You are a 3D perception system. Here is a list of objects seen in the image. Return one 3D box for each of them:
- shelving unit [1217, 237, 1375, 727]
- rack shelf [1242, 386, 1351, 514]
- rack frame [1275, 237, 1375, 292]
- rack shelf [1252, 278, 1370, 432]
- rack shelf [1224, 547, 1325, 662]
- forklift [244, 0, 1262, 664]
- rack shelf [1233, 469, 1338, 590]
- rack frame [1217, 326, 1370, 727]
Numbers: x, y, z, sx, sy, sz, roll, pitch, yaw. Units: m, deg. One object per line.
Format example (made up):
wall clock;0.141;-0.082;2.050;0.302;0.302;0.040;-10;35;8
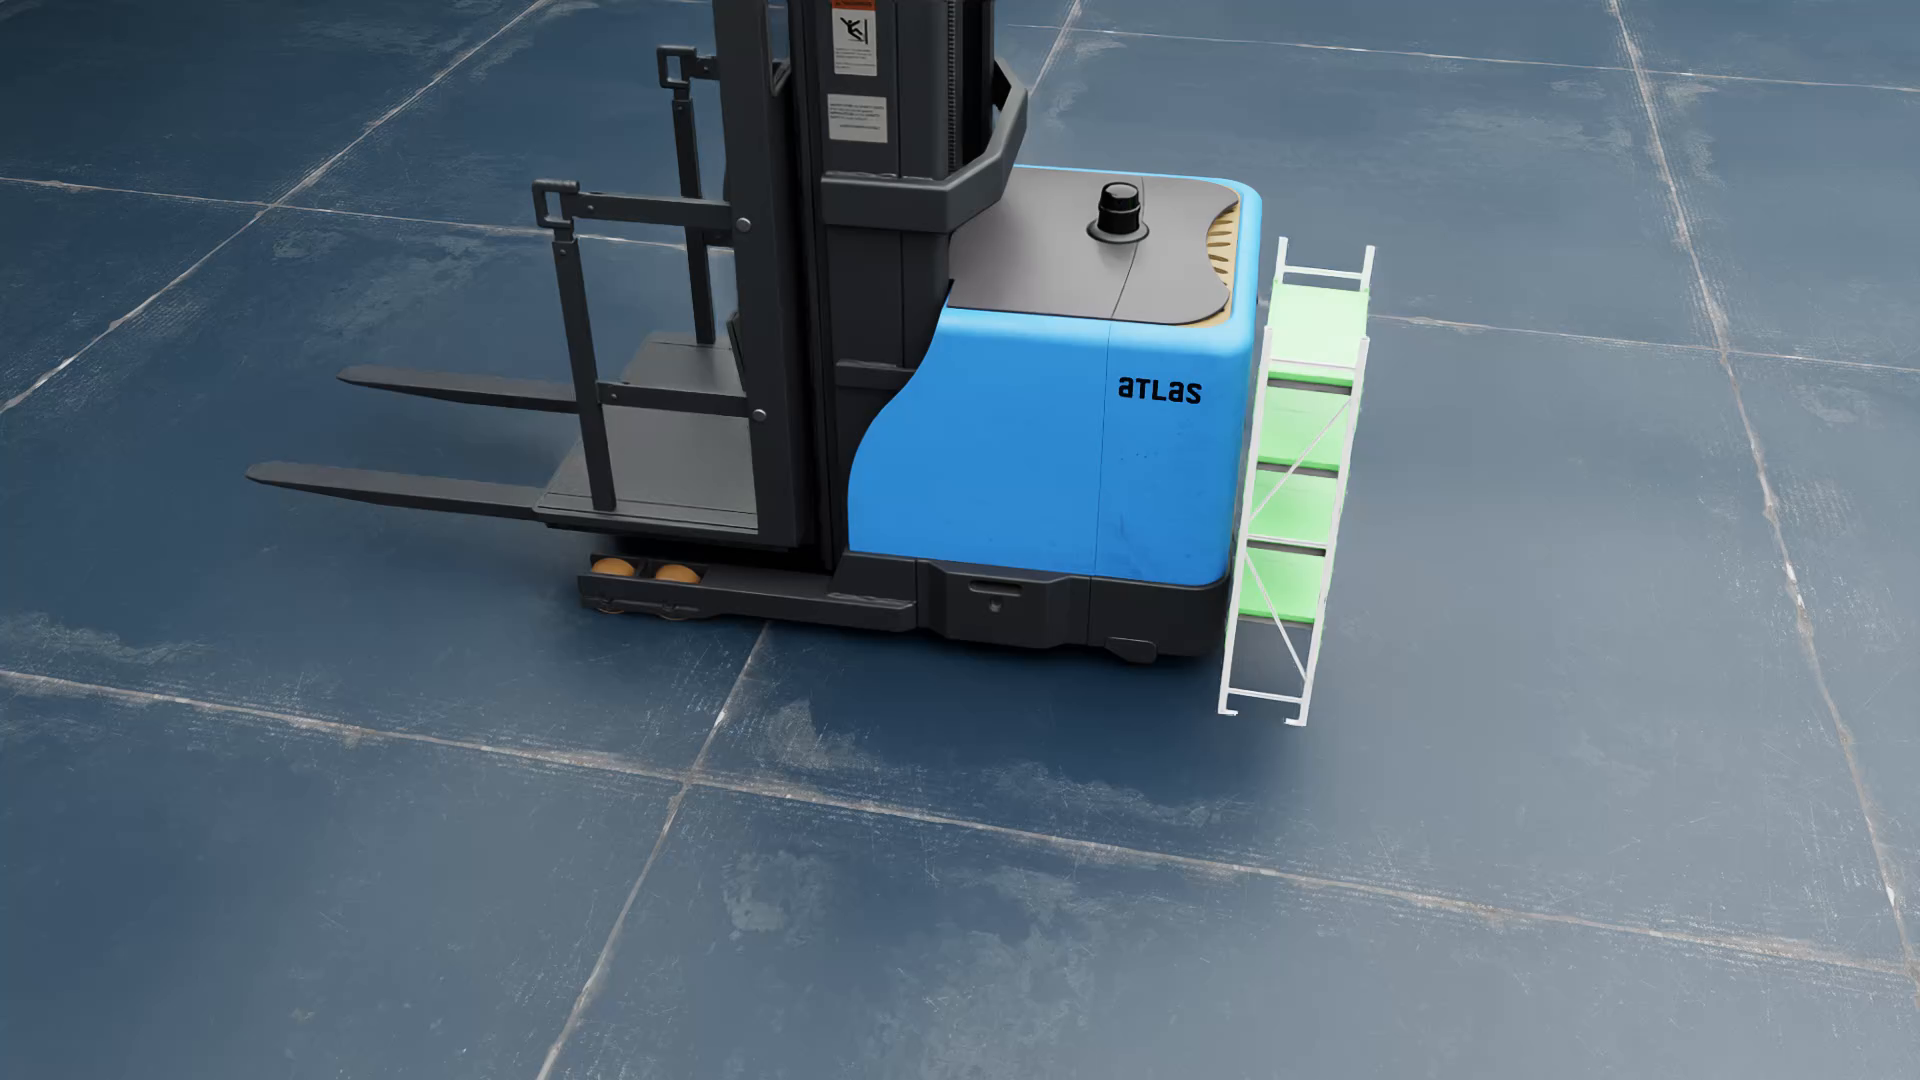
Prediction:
shelving unit;0.884;-0.134;4.413;0.258;1.200;0.503;8;37;10
rack shelf;0.884;-0.277;4.309;0.258;0.148;0.480;8;37;10
rack frame;0.938;-0.274;4.605;0.240;1.200;0.015;8;37;10
rack shelf;0.884;-0.471;4.168;0.258;0.148;0.480;8;37;10
rack shelf;0.883;0.112;4.591;0.258;0.148;0.480;8;37;10
forklift;-0.670;-1.246;4.472;3.031;2.935;1.130;6;36;8
rack shelf;0.884;-0.083;4.450;0.258;0.148;0.480;8;37;10
rack frame;0.830;0.005;4.220;0.240;1.200;0.015;8;37;10
